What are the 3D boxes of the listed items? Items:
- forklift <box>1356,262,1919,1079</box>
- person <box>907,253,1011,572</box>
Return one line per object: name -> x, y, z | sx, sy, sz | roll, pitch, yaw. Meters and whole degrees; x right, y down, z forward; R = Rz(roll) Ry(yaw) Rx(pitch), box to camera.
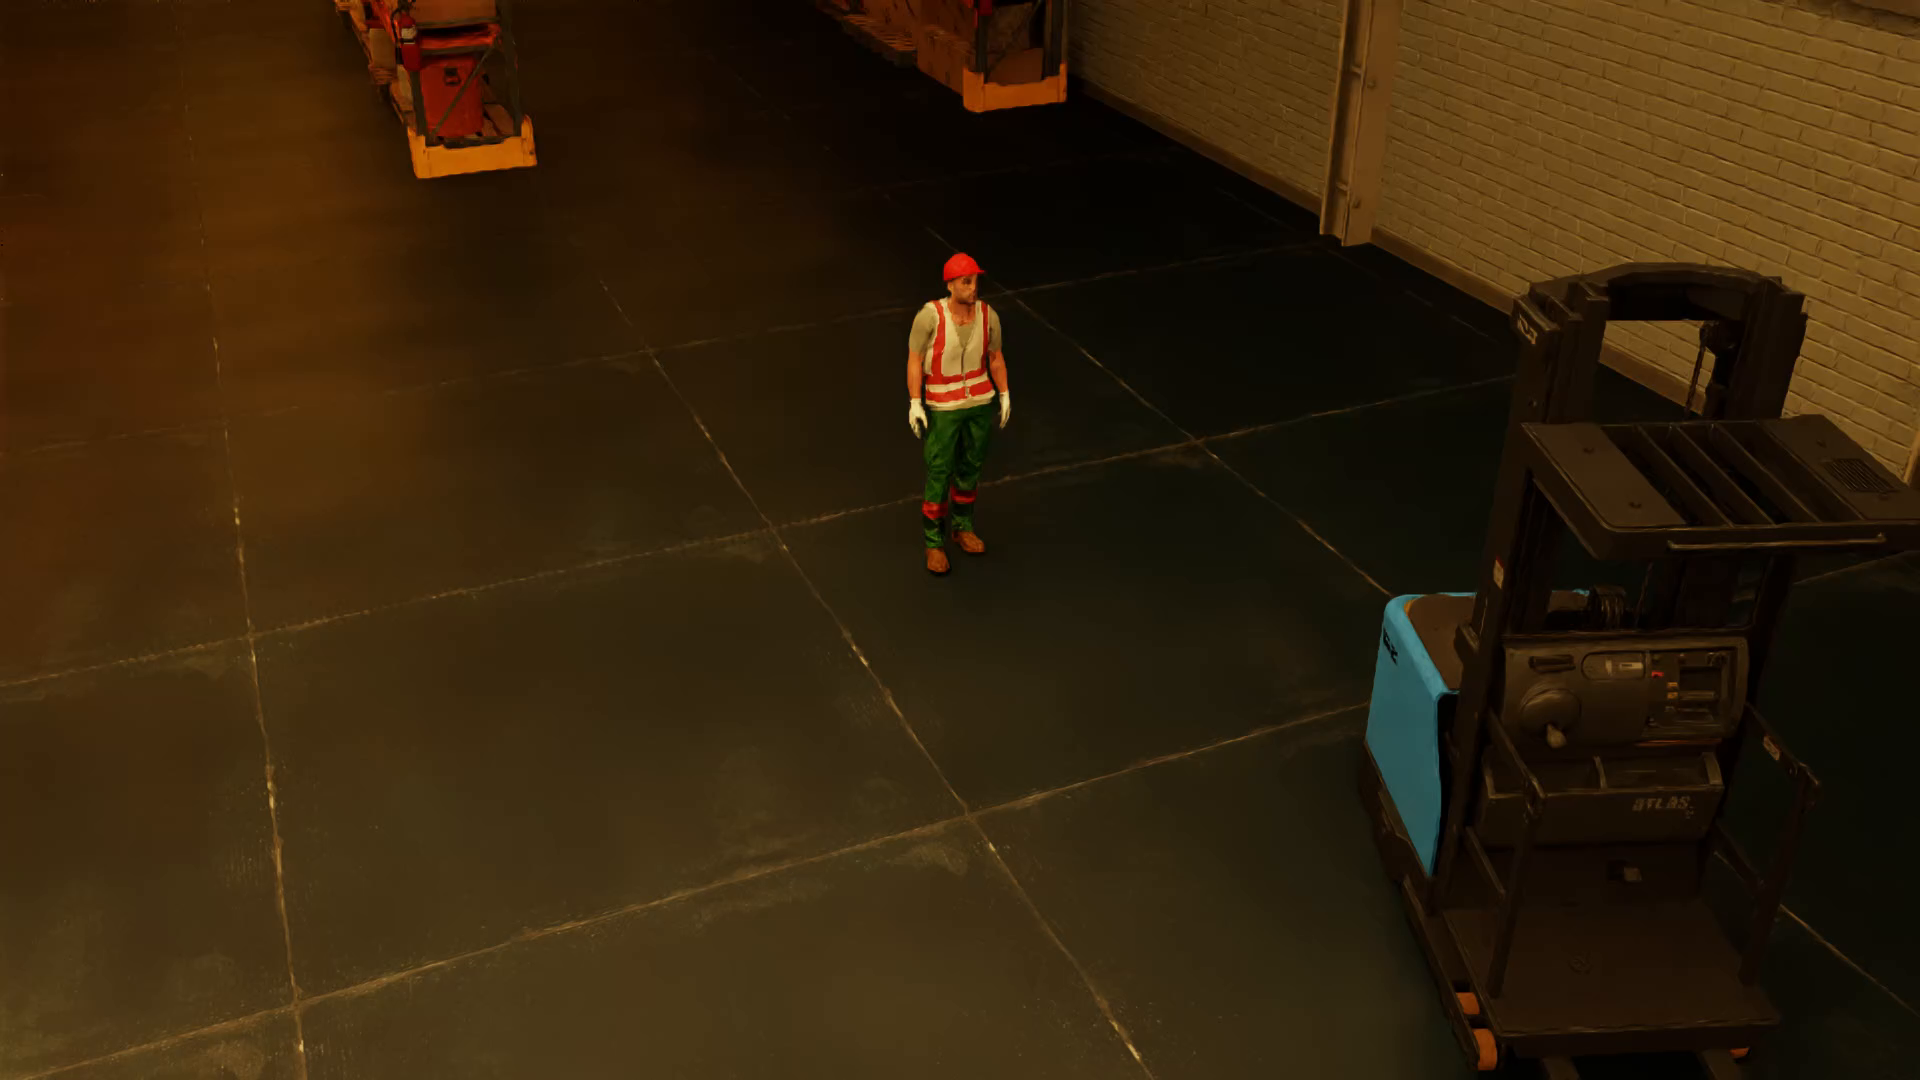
forklift -> 2.503, 0.618, 6.038 | 1.130, 2.935, 3.031 | -2, 30, -3
person -> 0.022, -0.744, 9.557 | 0.637, 1.787, 0.563 | -12, 32, -20
